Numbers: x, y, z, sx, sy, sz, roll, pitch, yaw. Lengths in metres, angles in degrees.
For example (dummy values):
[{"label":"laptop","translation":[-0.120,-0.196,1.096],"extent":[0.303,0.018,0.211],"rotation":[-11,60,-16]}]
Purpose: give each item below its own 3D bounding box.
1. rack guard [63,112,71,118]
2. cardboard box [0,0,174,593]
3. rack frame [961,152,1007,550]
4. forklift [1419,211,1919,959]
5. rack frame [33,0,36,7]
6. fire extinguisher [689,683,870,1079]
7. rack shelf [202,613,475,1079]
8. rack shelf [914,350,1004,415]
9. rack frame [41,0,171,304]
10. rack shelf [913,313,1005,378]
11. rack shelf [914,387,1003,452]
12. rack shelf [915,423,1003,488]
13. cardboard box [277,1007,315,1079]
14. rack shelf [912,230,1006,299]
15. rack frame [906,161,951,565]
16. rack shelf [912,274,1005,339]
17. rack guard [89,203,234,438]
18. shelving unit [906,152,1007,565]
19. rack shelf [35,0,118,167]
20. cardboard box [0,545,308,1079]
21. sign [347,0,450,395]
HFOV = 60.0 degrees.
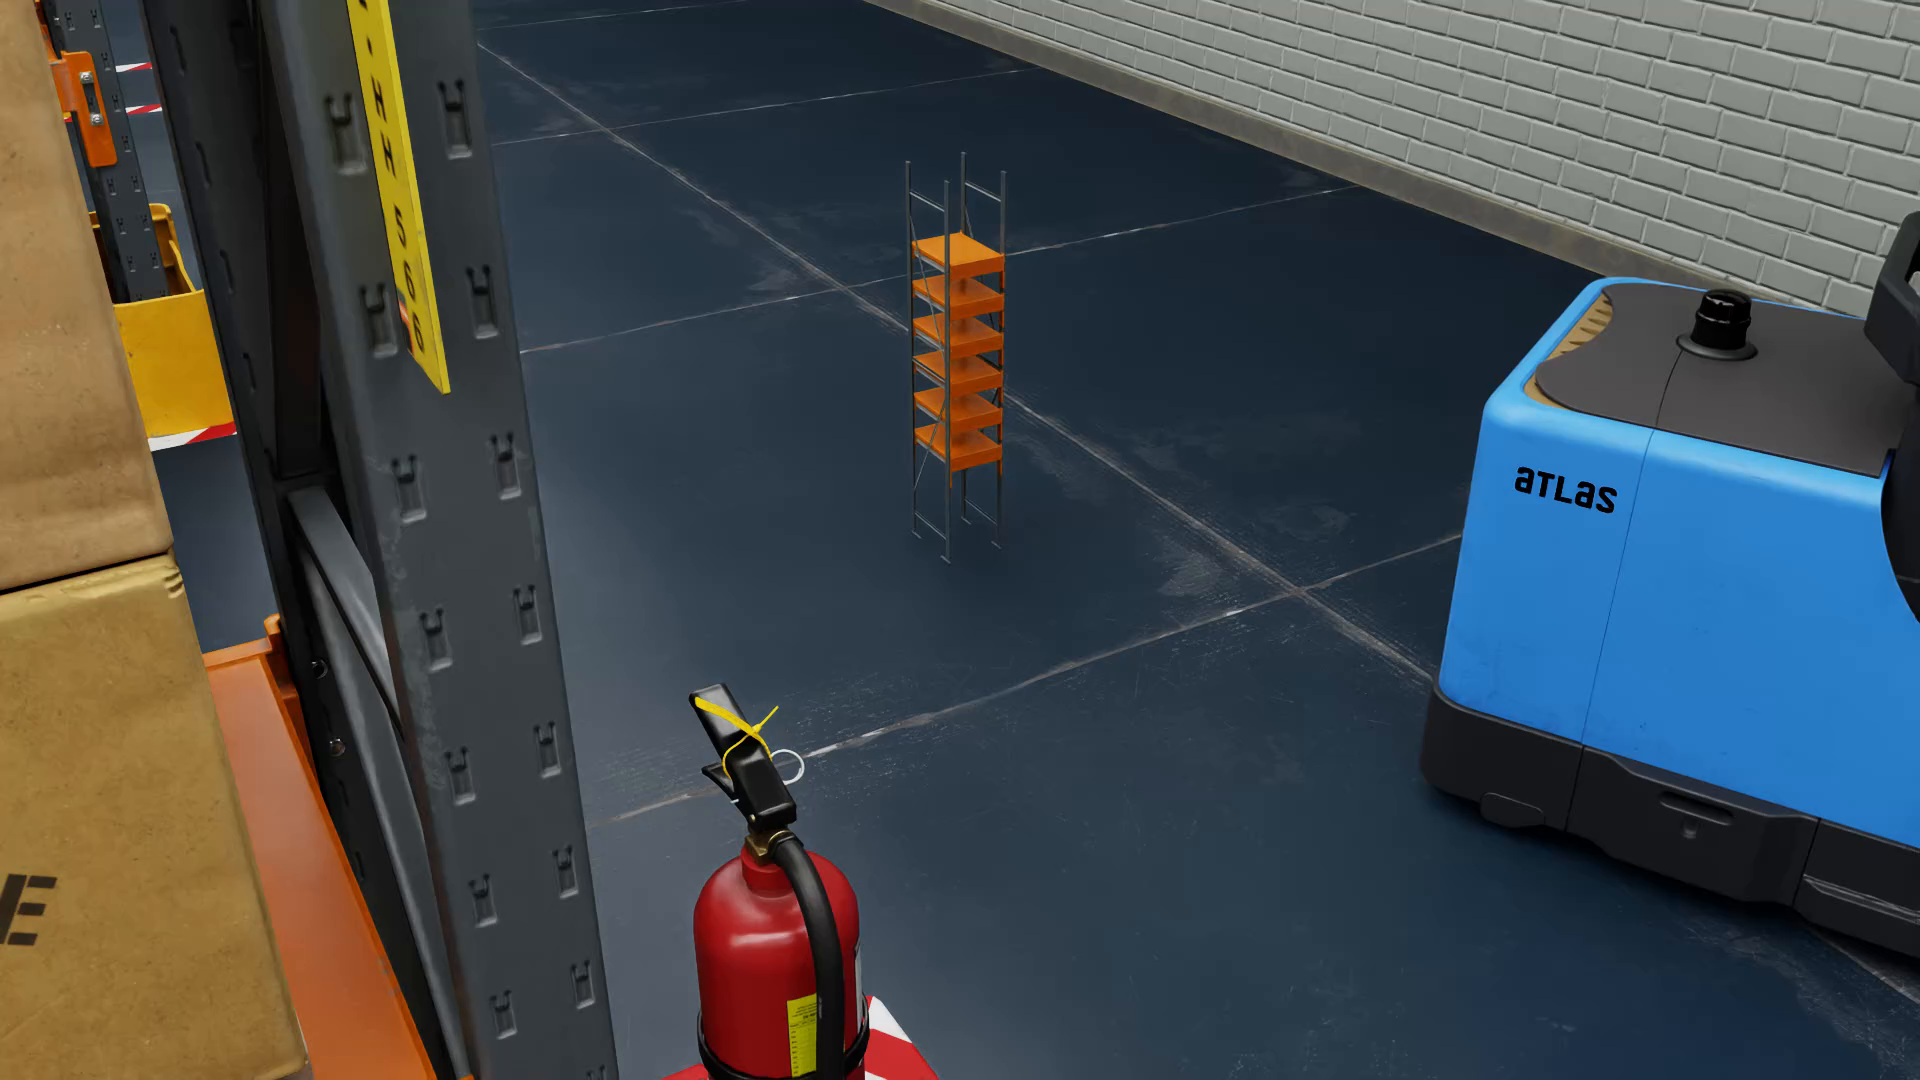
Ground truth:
[{"label":"rack guard","translation":[-5.559,-2.923,10.029],"extent":[0.348,0.500,1.175],"rotation":[-16,33,-26]},{"label":"cardboard box","translation":[-0.907,-0.248,1.149],"extent":[0.500,0.500,0.500],"rotation":[-17,33,-27]},{"label":"rack frame","translation":[0.066,-0.544,4.994],"extent":[0.006,1.200,0.240],"rotation":[-16,33,-26]},{"label":"forklift","translation":[2.648,-0.461,3.052],"extent":[3.031,2.935,1.130],"rotation":[17,33,28]},{"label":"rack frame","translation":[-5.574,-4.006,9.405],"extent":[0.127,3.000,1.000],"rotation":[-16,33,-26]},{"label":"fire extinguisher","translation":[-0.188,0.476,1.749],"extent":[0.183,0.674,0.296],"rotation":[-16,33,-26]},{"label":"rack shelf","translation":[-2.363,0.953,1.164],"extent":[4.000,0.370,1.077],"rotation":[-16,33,-26]},{"label":"rack shelf","translation":[-0.012,-0.483,4.975],"extent":[0.180,0.103,0.258],"rotation":[-16,33,-26]},{"label":"rack frame","translation":[-3.064,-1.943,5.666],"extent":[0.127,3.000,1.000],"rotation":[-16,33,-26]},{"label":"rack shelf","translation":[-0.012,-0.588,4.917],"extent":[0.180,0.103,0.258],"rotation":[-16,33,-26]},{"label":"rack shelf","translation":[-0.012,-0.378,5.033],"extent":[0.180,0.103,0.258],"rotation":[-16,33,-26]},{"label":"rack shelf","translation":[-0.012,-0.273,5.091],"extent":[0.180,0.103,0.258],"rotation":[-16,33,-26]},{"label":"cardboard box","translation":[-0.777,0.456,1.580],"extent":[0.250,0.149,0.380],"rotation":[-16,33,-26]},{"label":"rack shelf","translation":[-0.012,-0.798,4.801],"extent":[0.180,0.103,0.258],"rotation":[-16,33,-26]},{"label":"rack frame","translation":[-0.091,-0.499,4.913],"extent":[0.006,1.200,0.240],"rotation":[-16,33,-26]},{"label":"rack shelf","translation":[-0.012,-0.693,4.859],"extent":[0.180,0.103,0.258],"rotation":[-16,33,-26]},{"label":"rack guard","translation":[-3.044,-0.854,6.281],"extent":[0.348,0.500,1.175],"rotation":[-16,33,-26]},{"label":"shelving unit","translation":[-0.012,-0.522,4.954],"extent":[0.189,1.200,0.258],"rotation":[-16,33,-26]},{"label":"rack shelf","translation":[-4.789,-1.138,4.953],"extent":[4.000,0.370,1.077],"rotation":[-16,33,-26]},{"label":"cardboard box","translation":[-0.896,0.191,1.388],"extent":[0.500,0.500,0.500],"rotation":[-15,32,-25]},{"label":"sign","translation":[-0.375,-0.261,1.093],"extent":[0.005,0.325,0.100],"rotation":[-16,33,-26]}]
